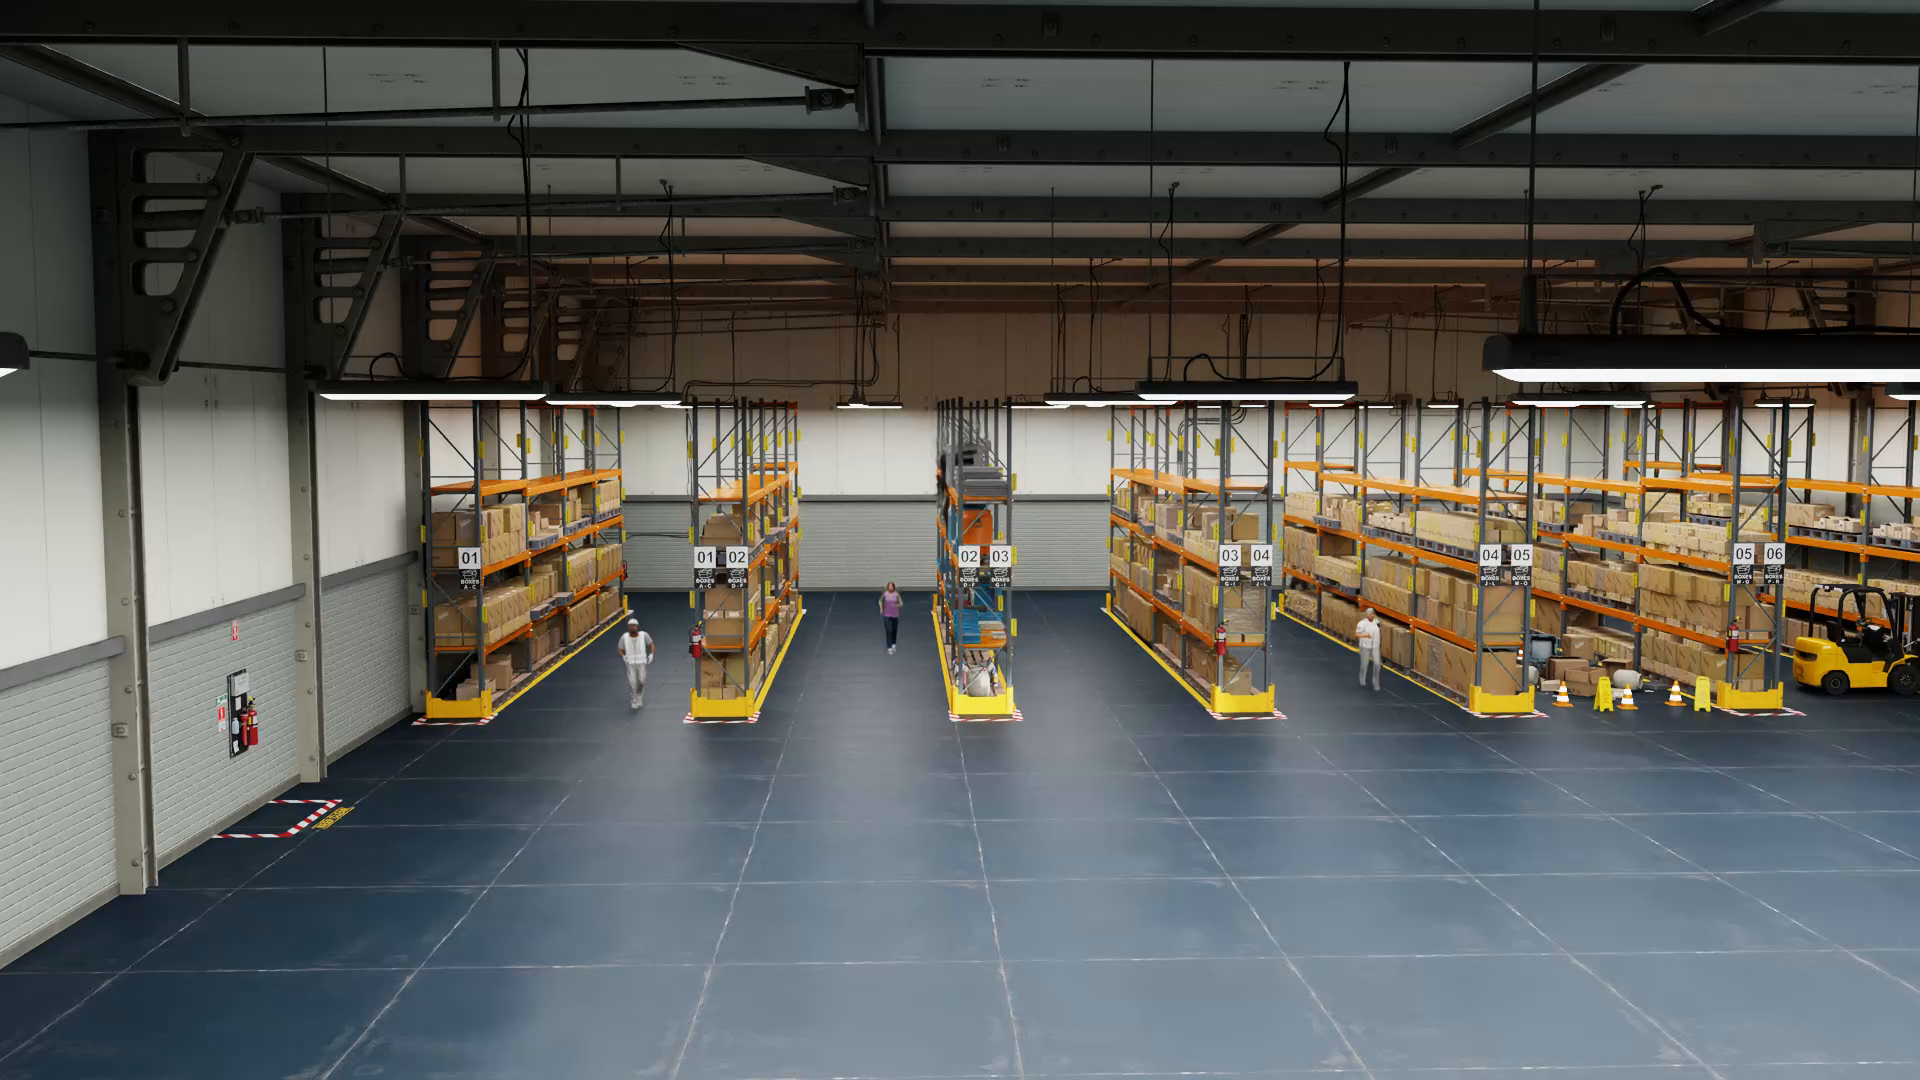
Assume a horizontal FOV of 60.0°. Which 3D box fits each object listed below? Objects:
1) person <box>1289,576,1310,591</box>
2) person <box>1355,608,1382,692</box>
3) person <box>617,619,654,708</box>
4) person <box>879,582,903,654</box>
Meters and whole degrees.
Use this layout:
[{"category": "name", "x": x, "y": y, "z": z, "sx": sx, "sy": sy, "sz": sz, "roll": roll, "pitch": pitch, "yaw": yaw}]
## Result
[{"category": "person", "x": 10.020, "y": 1.061, "z": 49.095, "sx": 0.924, "sy": 1.784, "sz": 0.761, "roll": 3, "pitch": 5, "yaw": 35}, {"category": "person", "x": 8.435, "y": 2.251, "z": 34.309, "sx": 0.594, "sy": 1.725, "sz": 0.762, "roll": 0, "pitch": 4, "yaw": 0}, {"category": "person", "x": -6.227, "y": 2.380, "z": 31.939, "sx": 0.695, "sy": 1.736, "sz": 0.585, "roll": -1, "pitch": 4, "yaw": -9}, {"category": "person", "x": -1.550, "y": 1.736, "z": 37.364, "sx": 0.538, "sy": 1.610, "sz": 0.829, "roll": 0, "pitch": 4, "yaw": -5}]
